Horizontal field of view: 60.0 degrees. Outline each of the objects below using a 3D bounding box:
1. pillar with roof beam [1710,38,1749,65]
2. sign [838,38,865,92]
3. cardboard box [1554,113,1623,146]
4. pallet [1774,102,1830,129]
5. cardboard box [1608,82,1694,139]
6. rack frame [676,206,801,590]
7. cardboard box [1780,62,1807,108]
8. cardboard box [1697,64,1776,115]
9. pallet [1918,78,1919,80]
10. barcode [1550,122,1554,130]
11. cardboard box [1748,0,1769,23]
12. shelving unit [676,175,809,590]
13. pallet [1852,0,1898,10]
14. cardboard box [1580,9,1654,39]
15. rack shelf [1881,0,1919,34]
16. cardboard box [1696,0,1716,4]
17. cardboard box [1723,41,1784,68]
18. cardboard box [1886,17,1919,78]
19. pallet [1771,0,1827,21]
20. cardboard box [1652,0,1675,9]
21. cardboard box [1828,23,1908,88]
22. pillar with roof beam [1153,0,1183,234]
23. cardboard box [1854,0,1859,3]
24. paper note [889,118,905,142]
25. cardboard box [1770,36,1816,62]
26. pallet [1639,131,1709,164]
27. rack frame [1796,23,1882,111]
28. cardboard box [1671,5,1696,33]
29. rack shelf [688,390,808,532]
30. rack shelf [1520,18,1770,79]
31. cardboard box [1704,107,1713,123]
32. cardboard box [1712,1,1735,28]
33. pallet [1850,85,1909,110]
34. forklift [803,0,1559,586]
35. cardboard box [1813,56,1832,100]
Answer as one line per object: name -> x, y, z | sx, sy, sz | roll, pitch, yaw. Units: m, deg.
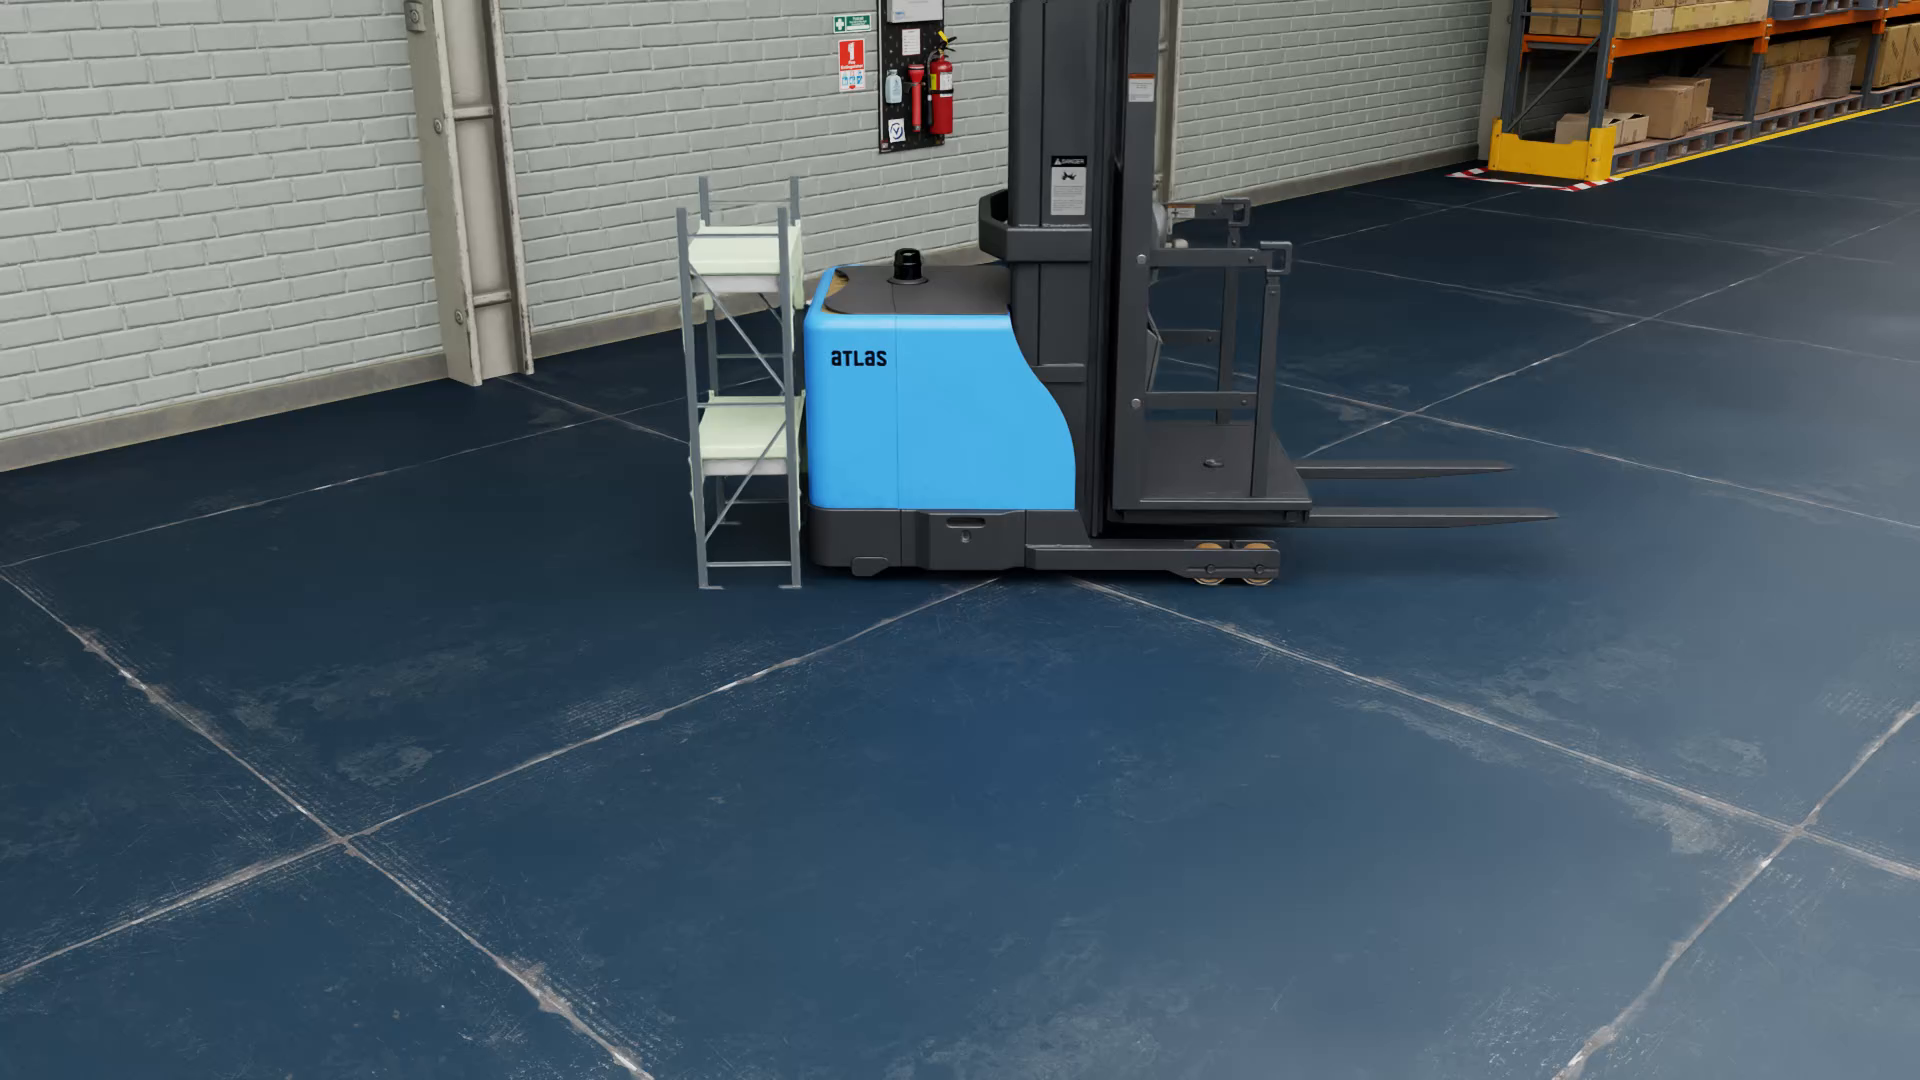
pillar with roof beam -> 12.946, -8.700, 17.166 | 9.100, 9.000, 0.400 | 19, 28, 41
sign -> -0.720, -3.167, 11.084 | 0.001, 0.329, 0.234 | 19, 28, 41
cardboard box -> 6.355, -4.144, 16.809 | 0.500, 0.311, 0.500 | 15, 26, 35
pallet -> 9.991, -5.280, 20.519 | 1.003, 0.211, 1.213 | 19, 28, 41
cardboard box -> 7.300, -4.555, 17.615 | 0.700, 0.500, 0.500 | 17, 27, 37
rack frame -> -0.830, -0.509, 6.308 | 0.400, 1.500, 0.023 | -1, 21, -2
cardboard box -> 9.809, -5.565, 20.243 | 0.700, 0.500, 0.500 | 20, 28, 41
cardboard box -> 9.099, -5.298, 19.549 | 0.500, 0.500, 0.700 | -19, 28, -40
pallet -> 13.694, -6.604, 23.962 | 1.003, 0.211, 1.213 | 19, 28, 41
barcode -> 6.081, -4.253, 17.080 | 0.001, 0.075, 0.075 | 19, 28, 41
cardboard box -> 8.485, -5.808, 18.186 | 0.500, 0.250, 0.500 | 19, 28, 41
shelving unit -> -0.842, -0.640, 6.650 | 0.431, 1.500, 0.755 | -1, 21, -2
pallet -> 10.968, -6.795, 20.840 | 1.213, 0.211, 1.003 | 19, 28, 41
cardboard box -> 6.375, -5.024, 16.145 | 0.500, 0.250, 0.500 | 18, 28, 39
rack shelf -> 12.784, -7.273, 22.819 | 1.077, 0.370, 4.000 | 19, 28, 41
cardboard box -> 7.424, -5.767, 17.033 | 0.500, 0.500, 0.500 | -19, 28, -40
cardboard box -> 9.404, -5.762, 19.712 | 0.500, 0.250, 0.500 | 19, 28, 40
cardboard box -> 13.201, -6.887, 23.222 | 0.750, 0.750, 0.750 | -19, 28, -40
pallet -> 9.235, -6.137, 19.128 | 1.003, 0.211, 1.213 | 19, 28, 41
cardboard box -> 6.708, -5.500, 16.338 | 0.500, 0.500, 0.500 | 19, 28, 41
cardboard box -> 11.995, -6.443, 22.069 | 0.750, 0.750, 0.750 | 19, 28, 40
pillar with roof beam -> 4.575, -5.615, 9.141 | 9.100, 9.000, 0.400 | 19, 28, 41
cardboard box -> 11.784, -7.013, 21.463 | 0.380, 0.149, 0.250 | 19, 28, 40
paper note -> -0.434, -2.827, 11.477 | 0.016, 0.148, 0.142 | 19, 28, 41
cardboard box -> 10.126, -6.021, 20.384 | 0.500, 0.250, 0.500 | 19, 28, 40
pallet -> 7.304, -4.268, 17.885 | 1.003, 0.211, 1.213 | 19, 28, 41
rack frame -> 11.388, -7.095, 21.352 | 1.000, 3.000, 0.127 | 19, 28, 41
cardboard box -> 7.087, -5.290, 16.838 | 0.500, 0.250, 0.500 | 19, 28, 40
rack shelf -> -0.842, -0.336, 6.767 | 0.431, 0.370, 0.720 | -1, 21, -2
rack shelf -> 7.203, -5.217, 17.468 | 1.077, 0.370, 4.000 | 19, 28, 41
cardboard box -> 8.246, -4.804, 18.729 | 0.380, 0.166, 0.250 | 15, 26, 34
cardboard box -> 7.791, -5.549, 17.512 | 0.500, 0.250, 0.500 | 19, 28, 40
pallet -> 11.992, -5.977, 22.330 | 1.003, 0.211, 1.213 | 19, 28, 41
forklift -> 0.906, -1.379, 6.577 | 3.031, 2.935, 1.130 | 0, 21, 0
cardboard box -> 10.481, -5.832, 20.937 | 0.700, 0.500, 0.500 | 19, 28, 41
